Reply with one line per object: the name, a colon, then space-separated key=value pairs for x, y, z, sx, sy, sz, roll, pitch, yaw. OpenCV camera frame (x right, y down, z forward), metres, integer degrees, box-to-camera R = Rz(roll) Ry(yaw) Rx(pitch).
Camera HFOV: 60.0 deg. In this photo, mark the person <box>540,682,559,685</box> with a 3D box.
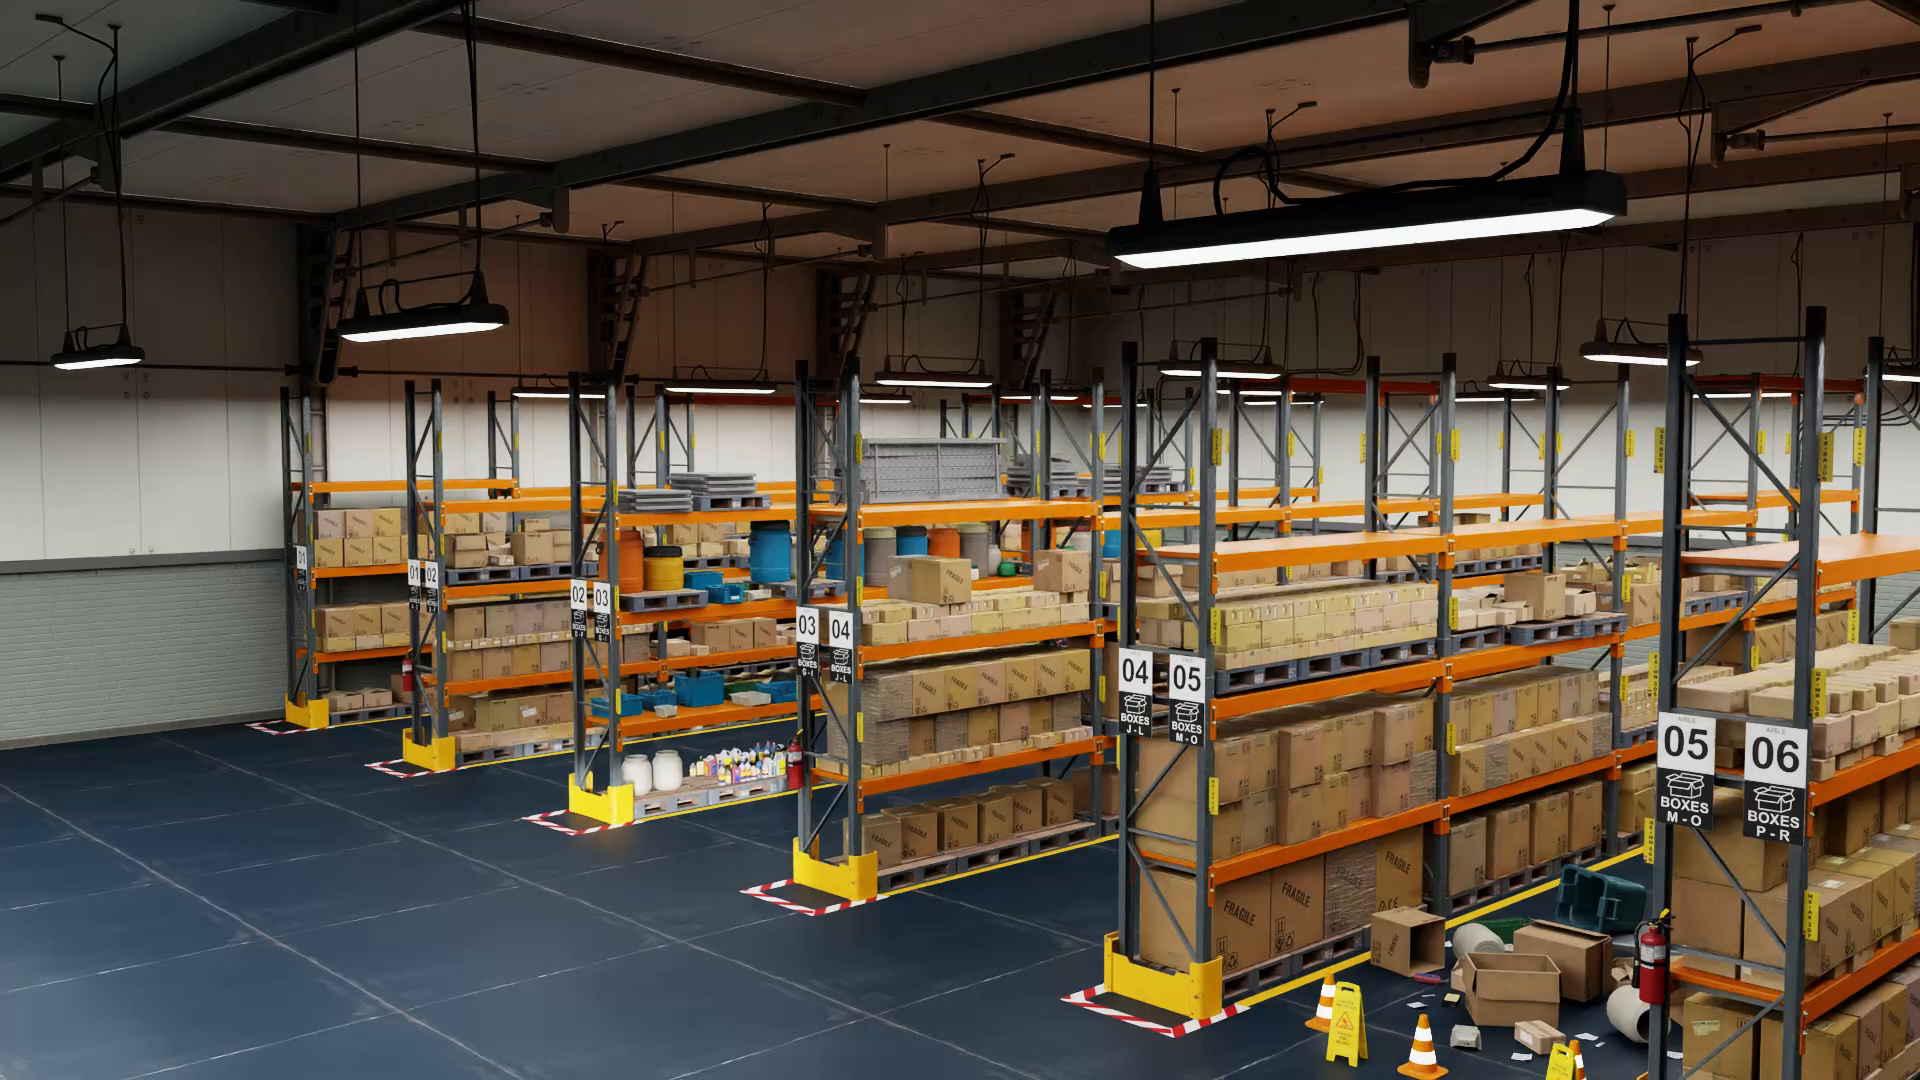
person: x=-7.498 y=2.398 z=30.344 sx=0.523 sy=1.670 sz=0.763 roll=1 pitch=4 yaw=18
